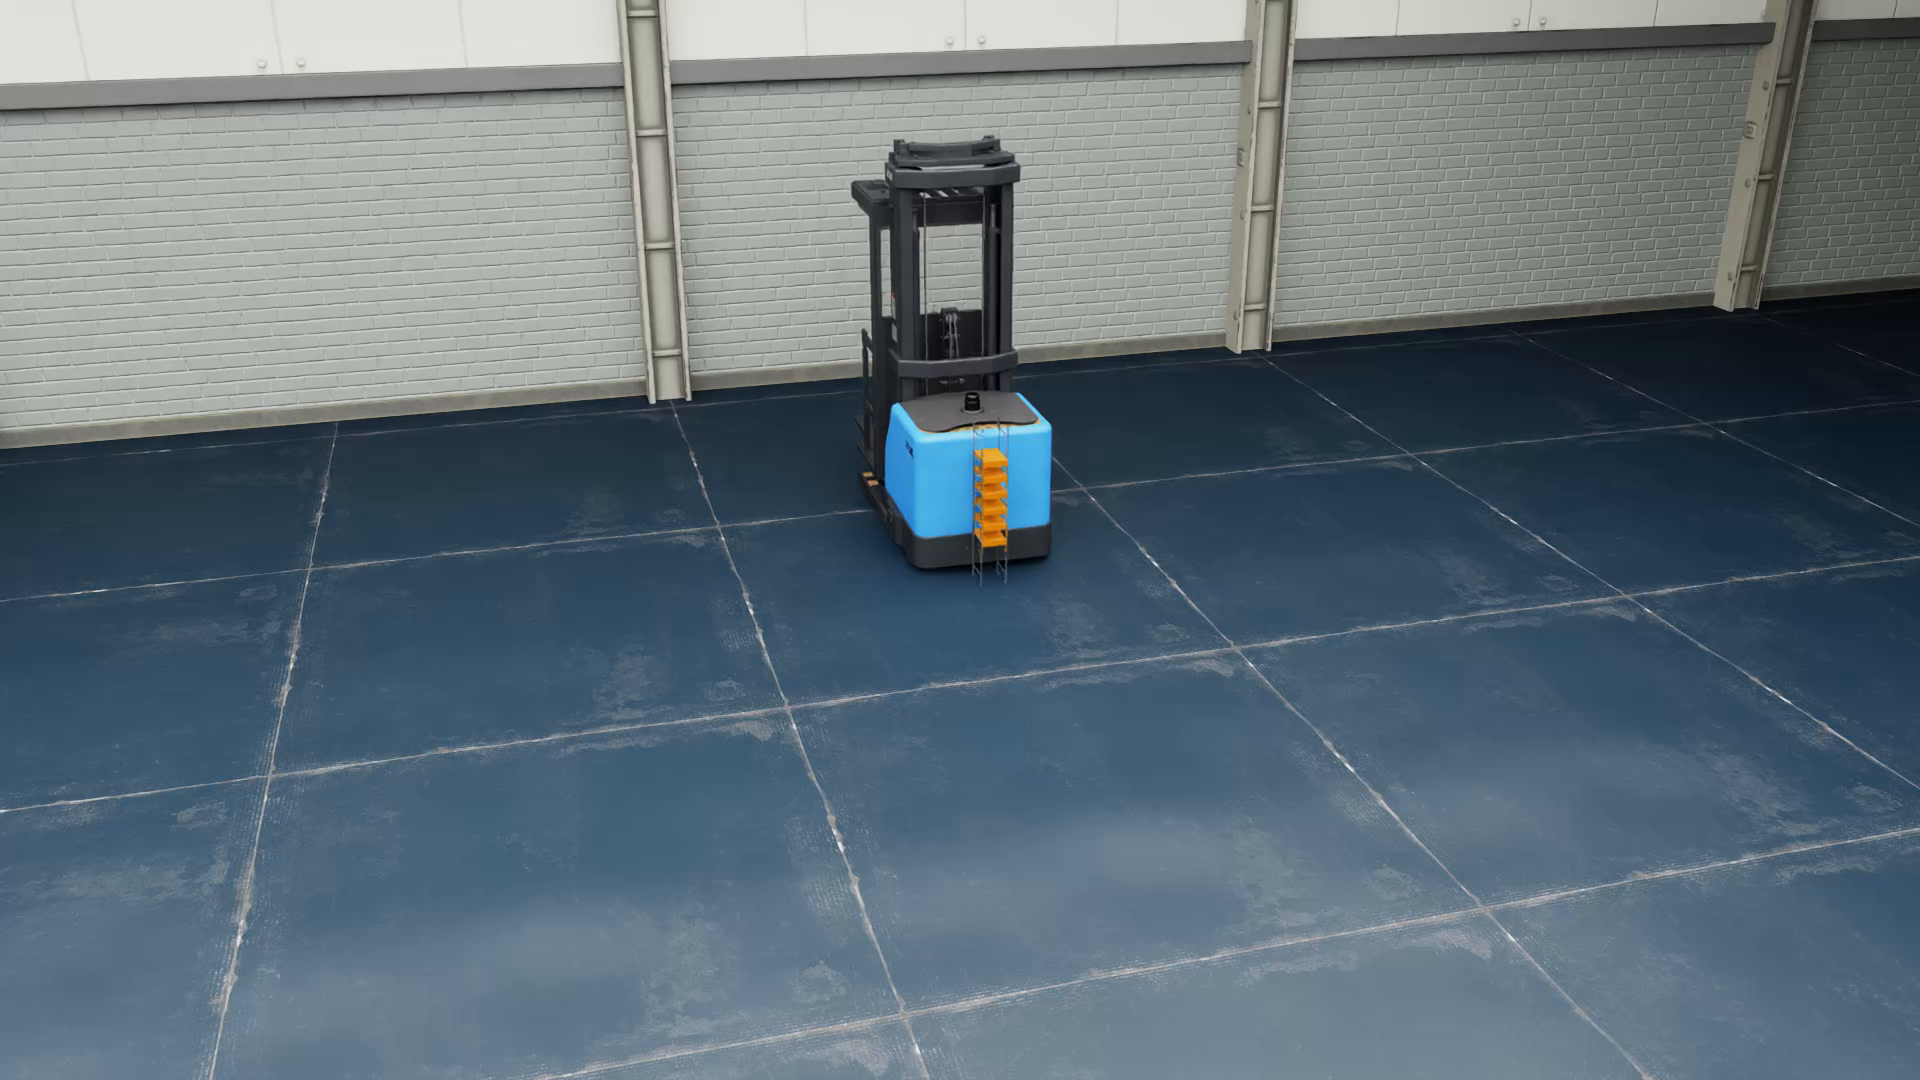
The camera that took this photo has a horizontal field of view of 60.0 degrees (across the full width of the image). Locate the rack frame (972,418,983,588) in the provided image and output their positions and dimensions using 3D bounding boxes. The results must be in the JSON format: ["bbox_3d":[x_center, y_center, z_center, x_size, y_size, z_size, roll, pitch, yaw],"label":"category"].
[{"bbox_3d":[0.125,-0.255,11.752,0.006,1.200,0.240,-6,24,-14],"label":"rack frame"}]

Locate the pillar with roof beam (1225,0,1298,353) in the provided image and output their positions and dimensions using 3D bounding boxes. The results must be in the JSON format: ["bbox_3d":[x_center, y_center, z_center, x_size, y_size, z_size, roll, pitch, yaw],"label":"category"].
[{"bbox_3d":[4.166,-4.506,11.768,0.400,9.000,9.100,-6,24,-14],"label":"pillar with roof beam"}]

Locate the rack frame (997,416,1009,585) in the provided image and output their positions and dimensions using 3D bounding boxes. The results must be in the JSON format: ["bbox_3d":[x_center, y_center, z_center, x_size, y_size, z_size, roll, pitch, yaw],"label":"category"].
[{"bbox_3d":[0.302,-0.274,11.795,0.006,1.200,0.240,-6,24,-14],"label":"rack frame"}]

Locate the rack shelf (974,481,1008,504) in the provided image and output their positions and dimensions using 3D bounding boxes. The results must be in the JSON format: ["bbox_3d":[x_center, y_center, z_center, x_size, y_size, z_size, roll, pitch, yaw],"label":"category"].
[{"bbox_3d":[0.213,-0.334,11.743,0.180,0.103,0.258,-6,24,-14],"label":"rack shelf"}]

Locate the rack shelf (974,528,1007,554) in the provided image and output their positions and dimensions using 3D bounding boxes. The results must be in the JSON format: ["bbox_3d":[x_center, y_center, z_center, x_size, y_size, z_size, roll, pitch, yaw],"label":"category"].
[{"bbox_3d":[0.213,-0.004,11.887,0.180,0.103,0.258,-6,24,-14],"label":"rack shelf"}]

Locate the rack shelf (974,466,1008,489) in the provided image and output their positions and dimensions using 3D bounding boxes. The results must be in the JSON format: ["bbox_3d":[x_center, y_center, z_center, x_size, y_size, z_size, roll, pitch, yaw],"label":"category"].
[{"bbox_3d":[0.214,-0.444,11.695,0.180,0.103,0.258,-6,24,-14],"label":"rack shelf"}]

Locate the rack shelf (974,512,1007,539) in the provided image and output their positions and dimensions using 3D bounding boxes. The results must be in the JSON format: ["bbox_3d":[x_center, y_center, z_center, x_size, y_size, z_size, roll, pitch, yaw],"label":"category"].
[{"bbox_3d":[0.213,-0.114,11.839,0.180,0.103,0.258,-6,24,-14],"label":"rack shelf"}]

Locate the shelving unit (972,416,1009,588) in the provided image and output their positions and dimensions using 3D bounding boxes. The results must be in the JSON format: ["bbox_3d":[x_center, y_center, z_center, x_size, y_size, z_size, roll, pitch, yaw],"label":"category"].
[{"bbox_3d":[0.213,-0.265,11.773,0.189,1.200,0.258,-6,24,-14],"label":"shelving unit"}]

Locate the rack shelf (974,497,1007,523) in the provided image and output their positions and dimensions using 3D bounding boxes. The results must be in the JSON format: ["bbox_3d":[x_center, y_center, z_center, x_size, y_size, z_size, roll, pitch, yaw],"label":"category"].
[{"bbox_3d":[0.213,-0.224,11.791,0.180,0.103,0.258,-6,24,-14],"label":"rack shelf"}]

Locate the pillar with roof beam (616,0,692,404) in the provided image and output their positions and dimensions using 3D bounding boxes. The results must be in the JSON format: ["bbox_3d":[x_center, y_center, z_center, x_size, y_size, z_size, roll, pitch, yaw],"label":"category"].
[{"bbox_3d":[-1.611,-3.866,10.279,0.400,9.000,9.100,-6,24,-14],"label":"pillar with roof beam"}]

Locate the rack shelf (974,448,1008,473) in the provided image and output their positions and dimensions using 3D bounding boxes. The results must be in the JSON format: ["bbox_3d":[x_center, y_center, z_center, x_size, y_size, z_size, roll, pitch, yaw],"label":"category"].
[{"bbox_3d":[0.214,-0.554,11.647,0.180,0.103,0.258,-6,24,-14],"label":"rack shelf"}]

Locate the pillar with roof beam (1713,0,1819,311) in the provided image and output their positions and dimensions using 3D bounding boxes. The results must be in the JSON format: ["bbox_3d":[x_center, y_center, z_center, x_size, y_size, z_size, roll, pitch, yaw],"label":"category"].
[{"bbox_3d":[9.943,-5.145,13.258,0.400,9.000,9.100,-6,24,-14],"label":"pillar with roof beam"}]

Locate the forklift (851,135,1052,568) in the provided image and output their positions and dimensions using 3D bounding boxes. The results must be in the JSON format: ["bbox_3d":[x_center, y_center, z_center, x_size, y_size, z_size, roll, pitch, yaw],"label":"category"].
[{"bbox_3d":[-0.202,-1.695,12.914,1.130,2.935,3.031,-6,24,-14],"label":"forklift"}]
